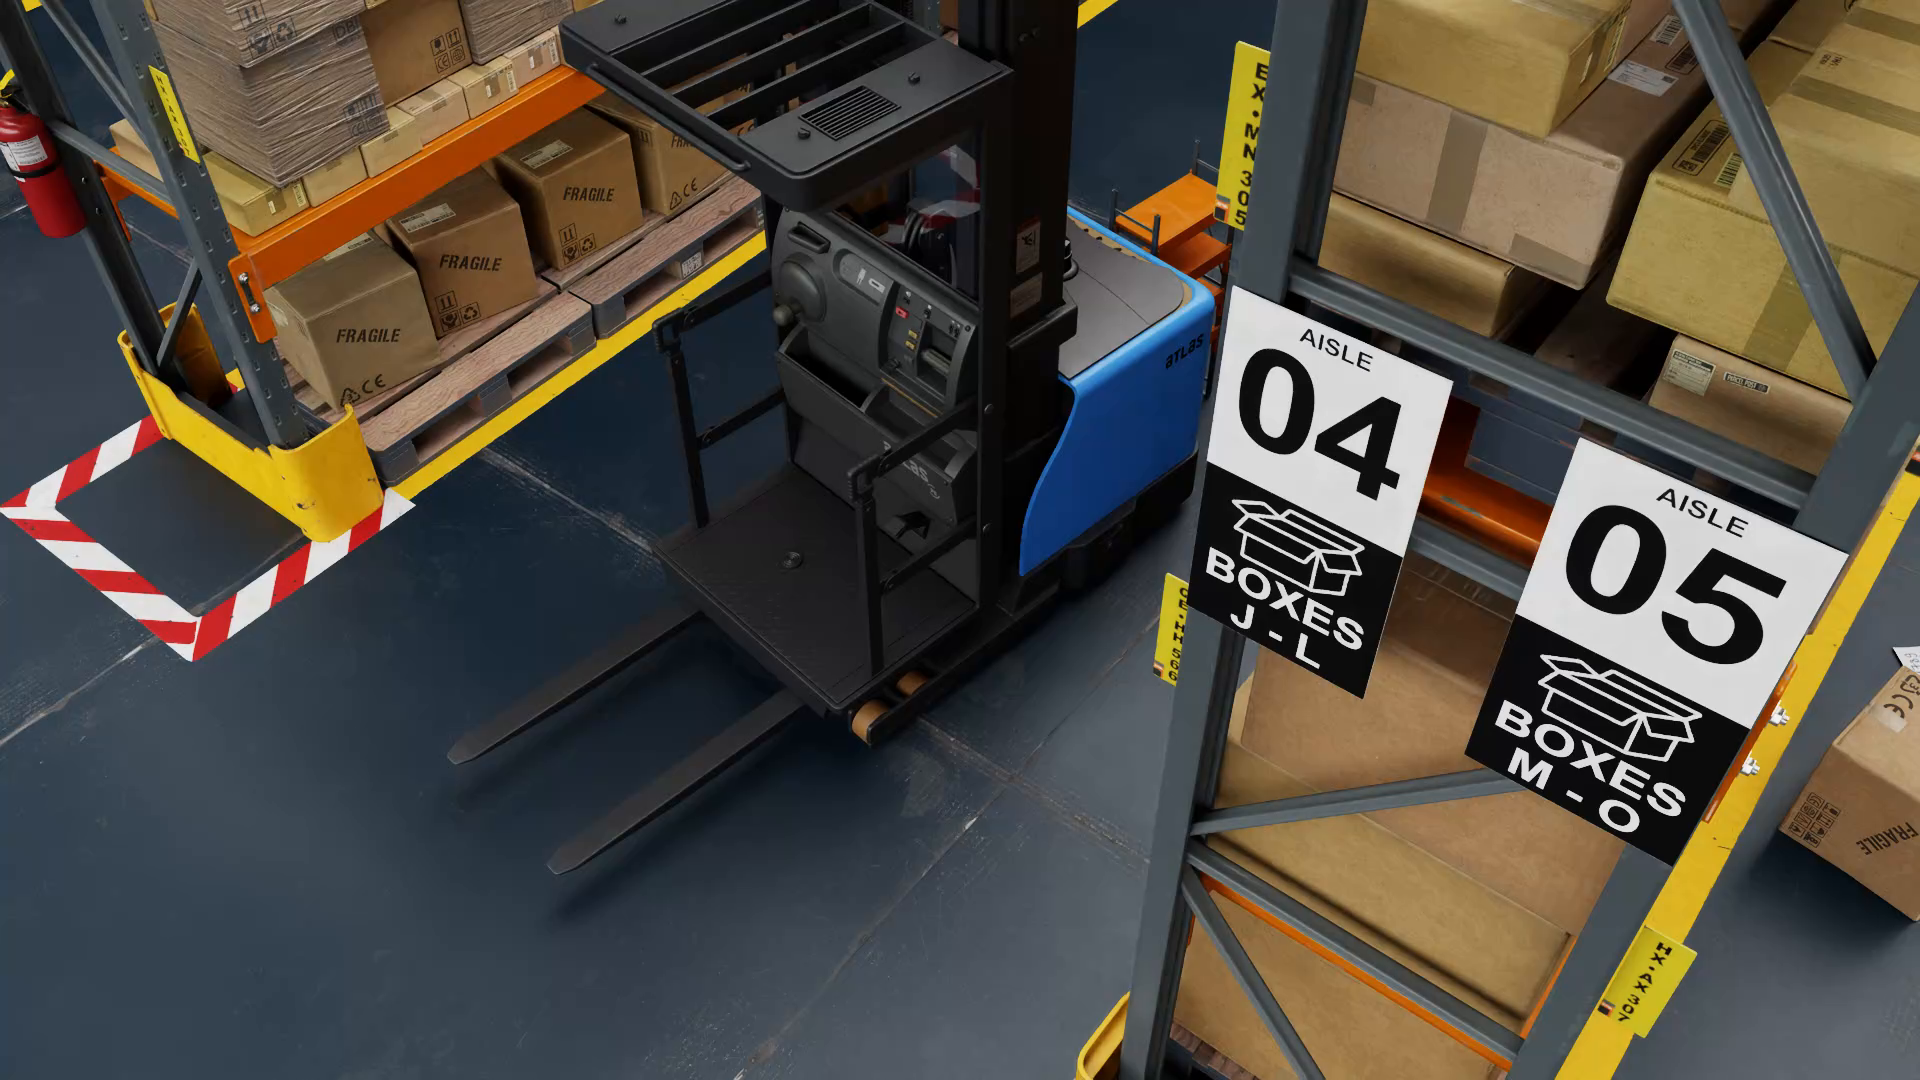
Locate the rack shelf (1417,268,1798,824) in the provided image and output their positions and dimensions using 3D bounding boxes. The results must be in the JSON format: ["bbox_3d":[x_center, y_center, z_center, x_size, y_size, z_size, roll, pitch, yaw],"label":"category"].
[{"bbox_3d":[2.108,-1.000,4.054,1.077,0.370,4.000,29,53,25],"label":"rack shelf"}]

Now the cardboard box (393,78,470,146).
[{"bbox_3d":[-2.146,-1.713,6.486,0.380,0.149,0.250,29,53,25],"label":"cardboard box"}]

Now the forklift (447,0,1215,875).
[{"bbox_3d":[-0.450,-0.701,5.392,3.031,2.935,1.130,-35,55,-29],"label":"forklift"}]

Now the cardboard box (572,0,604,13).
[{"bbox_3d":[-1.754,-2.646,6.928,0.875,0.500,0.500,29,53,25],"label":"cardboard box"}]

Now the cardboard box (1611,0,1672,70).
[{"bbox_3d":[0.977,-0.958,2.779,0.380,0.149,0.250,29,53,25],"label":"cardboard box"}]

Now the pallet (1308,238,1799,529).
[{"bbox_3d":[1.331,-0.503,3.143,1.003,0.211,1.213,29,53,25],"label":"pallet"}]

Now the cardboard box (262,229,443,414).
[{"bbox_3d":[-2.583,-0.950,7.022,0.500,0.500,0.500,-33,54,-27],"label":"cardboard box"}]

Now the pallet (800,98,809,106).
[{"bbox_3d":[-0.915,-2.245,8.748,1.003,0.211,1.213,29,53,25],"label":"pallet"}]

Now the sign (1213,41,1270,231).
[{"bbox_3d":[0.465,-0.631,2.646,0.100,0.325,0.005,29,53,25],"label":"sign"}]

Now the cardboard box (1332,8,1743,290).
[{"bbox_3d":[0.964,-0.739,2.845,0.500,0.250,0.500,30,53,25],"label":"cardboard box"}]

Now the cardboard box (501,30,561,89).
[{"bbox_3d":[-1.856,-2.008,6.768,0.380,0.149,0.250,29,53,25],"label":"cardboard box"}]

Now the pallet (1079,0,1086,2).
[{"bbox_3d":[0.688,-3.792,10.226,1.003,0.211,1.213,29,53,25],"label":"pallet"}]

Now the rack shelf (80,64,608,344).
[{"bbox_3d":[-1.755,-2.215,7.289,1.077,0.370,4.000,29,53,25],"label":"rack shelf"}]

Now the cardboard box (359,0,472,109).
[{"bbox_3d":[-2.409,-2.098,6.405,0.875,0.500,0.500,29,53,25],"label":"cardboard box"}]

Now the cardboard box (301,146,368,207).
[{"bbox_3d":[-2.447,-1.424,6.210,0.380,0.149,0.250,29,53,25],"label":"cardboard box"}]

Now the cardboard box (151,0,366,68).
[{"bbox_3d":[-2.426,-1.996,5.616,0.500,0.500,0.500,29,53,25],"label":"cardboard box"}]

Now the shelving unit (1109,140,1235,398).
[{"bbox_3d":[0.845,-0.987,6.863,0.503,1.200,0.258,-35,55,-29],"label":"shelving unit"}]

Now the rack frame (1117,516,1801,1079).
[{"bbox_3d":[0.886,0.932,3.786,1.000,3.000,0.127,29,53,25],"label":"rack frame"}]

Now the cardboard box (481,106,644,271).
[{"bbox_3d":[-1.846,-1.658,7.697,0.500,0.500,0.500,34,55,28],"label":"cardboard box"}]

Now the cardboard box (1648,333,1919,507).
[{"bbox_3d":[1.349,-0.252,2.656,0.380,0.149,0.250,30,53,25],"label":"cardboard box"}]

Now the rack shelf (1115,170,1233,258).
[{"bbox_3d":[0.845,-1.258,6.579,0.480,0.148,0.258,-35,55,-29],"label":"rack shelf"}]

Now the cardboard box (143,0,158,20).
[{"bbox_3d":[-2.837,-2.226,5.835,0.500,0.500,0.500,29,53,25],"label":"cardboard box"}]

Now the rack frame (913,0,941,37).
[{"bbox_3d":[-0.532,-3.608,8.122,1.000,3.000,0.127,29,53,25],"label":"rack frame"}]

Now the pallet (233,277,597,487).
[{"bbox_3d":[-2.406,-0.848,7.415,1.003,0.211,1.213,29,53,25],"label":"pallet"}]

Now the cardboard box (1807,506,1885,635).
[{"bbox_3d":[1.856,-0.304,4.116,0.875,0.550,0.550,29,53,25],"label":"cardboard box"}]

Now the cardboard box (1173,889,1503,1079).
[{"bbox_3d":[1.248,1.103,4.801,0.875,0.875,0.875,29,53,25],"label":"cardboard box"}]

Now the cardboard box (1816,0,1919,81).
[{"bbox_3d":[1.496,-0.666,2.500,0.380,0.149,0.250,29,53,25],"label":"cardboard box"}]

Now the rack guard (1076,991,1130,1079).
[{"bbox_3d":[0.871,1.809,4.676,1.175,0.500,0.348,29,53,25],"label":"rack guard"}]

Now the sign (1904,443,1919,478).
[{"bbox_3d":[1.321,-0.185,2.119,0.100,0.325,0.005,29,53,25],"label":"sign"}]

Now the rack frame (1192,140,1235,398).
[{"bbox_3d":[1.021,-1.109,6.980,0.015,1.200,0.240,-35,55,-29],"label":"rack frame"}]

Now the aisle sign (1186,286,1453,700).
[{"bbox_3d":[0.605,-0.058,2.934,0.394,0.787,0.004,29,53,25],"label":"aisle sign"}]

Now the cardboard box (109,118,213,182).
[{"bbox_3d":[-2.967,-1.487,6.269,0.380,0.149,0.250,29,53,25],"label":"cardboard box"}]

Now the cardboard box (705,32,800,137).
[{"bbox_3d":[-1.152,-2.347,8.356,0.500,0.500,0.500,-26,52,-23],"label":"cardboard box"}]

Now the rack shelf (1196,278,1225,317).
[{"bbox_3d":[0.845,-0.940,6.912,0.480,0.148,0.258,-35,55,-29],"label":"rack shelf"}]

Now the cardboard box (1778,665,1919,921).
[{"bbox_3d":[3.194,0.847,5.593,0.500,0.500,0.500,-33,55,-28],"label":"cardboard box"}]

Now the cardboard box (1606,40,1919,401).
[{"bbox_3d":[1.384,-0.498,2.615,0.500,0.250,0.500,29,53,25],"label":"cardboard box"}]
